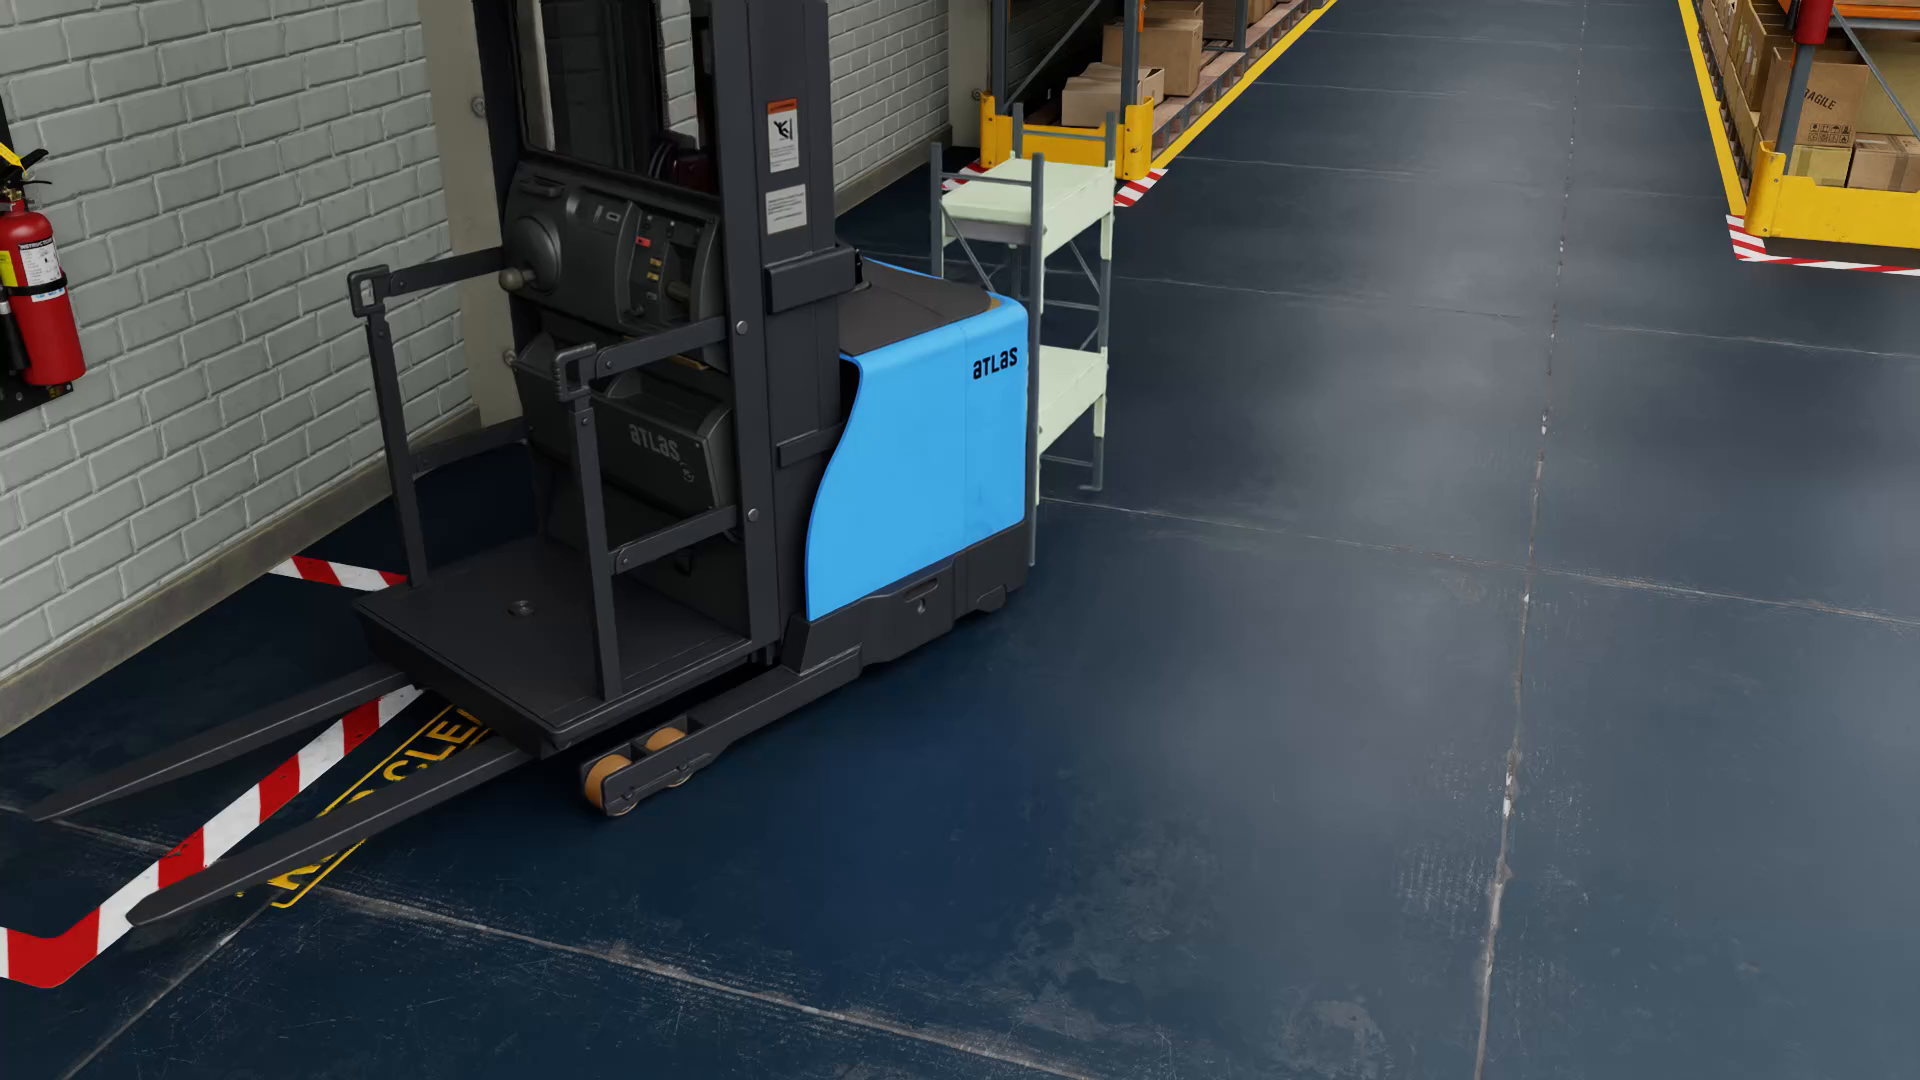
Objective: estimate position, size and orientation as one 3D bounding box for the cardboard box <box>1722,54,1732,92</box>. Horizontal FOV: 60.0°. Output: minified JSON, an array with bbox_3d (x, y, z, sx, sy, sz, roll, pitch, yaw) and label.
[{"bbox_3d":[6.266,-3.640,12.999,0.500,0.250,0.500,9,27,17],"label":"cardboard box"}]

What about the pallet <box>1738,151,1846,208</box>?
[{"bbox_3d":[5.591,-2.257,10.669,1.003,0.211,1.213,9,27,17],"label":"pallet"}]

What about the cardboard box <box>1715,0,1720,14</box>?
[{"bbox_3d":[7.077,-4.872,14.901,0.500,0.311,0.500,8,27,17],"label":"cardboard box"}]

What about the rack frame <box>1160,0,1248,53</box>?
[{"bbox_3d":[2.034,-5.552,14.275,1.000,3.000,0.127,9,27,17],"label":"rack frame"}]

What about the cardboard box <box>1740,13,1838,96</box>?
[{"bbox_3d":[5.760,-3.362,11.565,0.500,0.500,0.500,9,27,17],"label":"cardboard box"}]

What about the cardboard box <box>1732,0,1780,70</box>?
[{"bbox_3d":[6.098,-3.772,12.412,0.500,0.500,0.500,9,27,17],"label":"cardboard box"}]

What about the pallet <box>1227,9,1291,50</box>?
[{"bbox_3d":[2.696,-5.120,16.583,1.003,0.211,1.213,9,27,17],"label":"pallet"}]

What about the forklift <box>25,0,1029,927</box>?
[{"bbox_3d":[-1.136,-0.799,4.538,1.130,2.935,3.031,22,34,38],"label":"forklift"}]

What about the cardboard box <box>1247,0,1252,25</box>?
[{"bbox_3d":[2.388,-5.149,15.807,0.700,0.500,0.500,8,27,16],"label":"cardboard box"}]

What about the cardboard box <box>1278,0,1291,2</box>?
[{"bbox_3d":[3.175,-5.965,17.492,0.700,0.500,0.500,9,27,18],"label":"cardboard box"}]

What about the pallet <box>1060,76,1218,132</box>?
[{"bbox_3d":[1.440,-3.513,13.263,1.003,0.211,1.213,9,27,17],"label":"pallet"}]

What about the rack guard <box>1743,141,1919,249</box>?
[{"bbox_3d":[5.368,-2.056,9.924,1.175,0.500,0.348,9,27,17],"label":"rack guard"}]

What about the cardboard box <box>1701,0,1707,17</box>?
[{"bbox_3d":[7.586,-5.258,16.340,0.500,0.250,0.500,9,27,17],"label":"cardboard box"}]

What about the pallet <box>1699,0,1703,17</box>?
[{"bbox_3d":[8.322,-5.525,17.419,1.003,0.211,1.213,9,27,17],"label":"pallet"}]

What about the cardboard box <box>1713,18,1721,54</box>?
[{"bbox_3d":[6.911,-4.417,14.604,0.500,0.250,0.500,9,27,19],"label":"cardboard box"}]

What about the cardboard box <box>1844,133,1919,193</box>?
[{"bbox_3d":[5.764,-2.331,10.295,0.500,0.250,0.500,9,27,17],"label":"cardboard box"}]

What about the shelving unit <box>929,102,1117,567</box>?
[{"bbox_3d":[0.234,-0.762,6.103,0.431,1.500,0.755,11,28,21],"label":"shelving unit"}]

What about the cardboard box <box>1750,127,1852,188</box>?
[{"bbox_3d":[5.275,-2.406,10.451,0.500,0.250,0.500,9,27,17],"label":"cardboard box"}]

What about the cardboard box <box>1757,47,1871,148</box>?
[{"bbox_3d":[5.273,-2.744,10.288,0.500,0.500,0.500,9,27,17],"label":"cardboard box"}]

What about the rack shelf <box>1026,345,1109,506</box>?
[{"bbox_3d":[0.234,-0.469,6.245,0.431,0.370,0.720,11,28,21],"label":"rack shelf"}]

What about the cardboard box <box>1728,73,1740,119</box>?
[{"bbox_3d":[5.924,-3.231,12.153,0.500,0.250,0.500,9,27,17],"label":"cardboard box"}]

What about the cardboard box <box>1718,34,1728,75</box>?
[{"bbox_3d":[6.571,-3.999,13.741,0.500,0.250,0.500,8,27,17],"label":"cardboard box"}]

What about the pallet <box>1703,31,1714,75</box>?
[{"bbox_3d":[7.319,-4.392,15.078,1.003,0.211,1.213,9,27,17],"label":"pallet"}]

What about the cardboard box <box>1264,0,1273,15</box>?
[{"bbox_3d":[2.755,-5.562,16.659,0.700,0.500,0.500,9,27,17],"label":"cardboard box"}]

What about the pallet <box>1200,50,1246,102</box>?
[{"bbox_3d":[1.844,-4.016,14.302,1.003,0.211,1.213,9,27,17],"label":"pallet"}]

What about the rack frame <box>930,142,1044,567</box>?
[{"bbox_3d":[0.087,-0.616,5.801,0.400,1.500,0.023,11,28,21],"label":"rack frame"}]

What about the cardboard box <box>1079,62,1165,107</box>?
[{"bbox_3d":[1.208,-3.402,12.414,0.500,0.311,0.500,11,28,22],"label":"cardboard box"}]

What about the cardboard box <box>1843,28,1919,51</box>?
[{"bbox_3d":[6.083,-3.082,10.985,0.500,0.500,0.500,9,27,17],"label":"cardboard box"}]

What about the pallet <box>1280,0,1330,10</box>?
[{"bbox_3d":[3.699,-6.254,18.924,1.003,0.211,1.213,9,27,17],"label":"pallet"}]

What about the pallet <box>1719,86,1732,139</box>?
[{"bbox_3d":[6.402,-3.259,12.739,1.003,0.211,1.213,9,27,17],"label":"pallet"}]

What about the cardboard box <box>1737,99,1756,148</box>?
[{"bbox_3d":[5.595,-2.819,11.303,0.500,0.250,0.500,9,27,17],"label":"cardboard box"}]

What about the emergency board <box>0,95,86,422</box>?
[{"bbox_3d":[-2.735,-0.846,4.554,0.194,1.169,0.643,9,27,17],"label":"emergency board"}]

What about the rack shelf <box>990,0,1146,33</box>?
[{"bbox_3d":[1.368,-4.406,12.734,1.077,0.370,4.000,9,27,17],"label":"rack shelf"}]

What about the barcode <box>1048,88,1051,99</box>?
[{"bbox_3d":[0.647,-3.237,12.063,0.001,0.075,0.075,9,27,17],"label":"barcode"}]

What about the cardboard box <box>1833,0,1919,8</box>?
[{"bbox_3d":[5.543,-3.426,9.770,0.700,0.500,0.500,9,27,17],"label":"cardboard box"}]

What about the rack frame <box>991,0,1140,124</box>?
[{"bbox_3d":[0.703,-3.908,10.880,1.000,3.000,0.127,9,27,17],"label":"rack frame"}]

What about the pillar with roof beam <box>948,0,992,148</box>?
[{"bbox_3d":[4.180,-6.397,9.136,9.100,9.000,0.400,9,27,17],"label":"pillar with roof beam"}]

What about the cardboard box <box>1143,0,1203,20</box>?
[{"bbox_3d":[1.726,-4.193,13.831,0.500,0.500,0.500,7,27,14],"label":"cardboard box"}]

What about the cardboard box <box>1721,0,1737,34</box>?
[{"bbox_3d":[6.738,-4.462,14.053,0.500,0.311,0.500,10,27,19],"label":"cardboard box"}]

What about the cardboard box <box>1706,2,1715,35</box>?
[{"bbox_3d":[7.253,-4.837,15.470,0.500,0.250,0.500,8,27,16],"label":"cardboard box"}]
